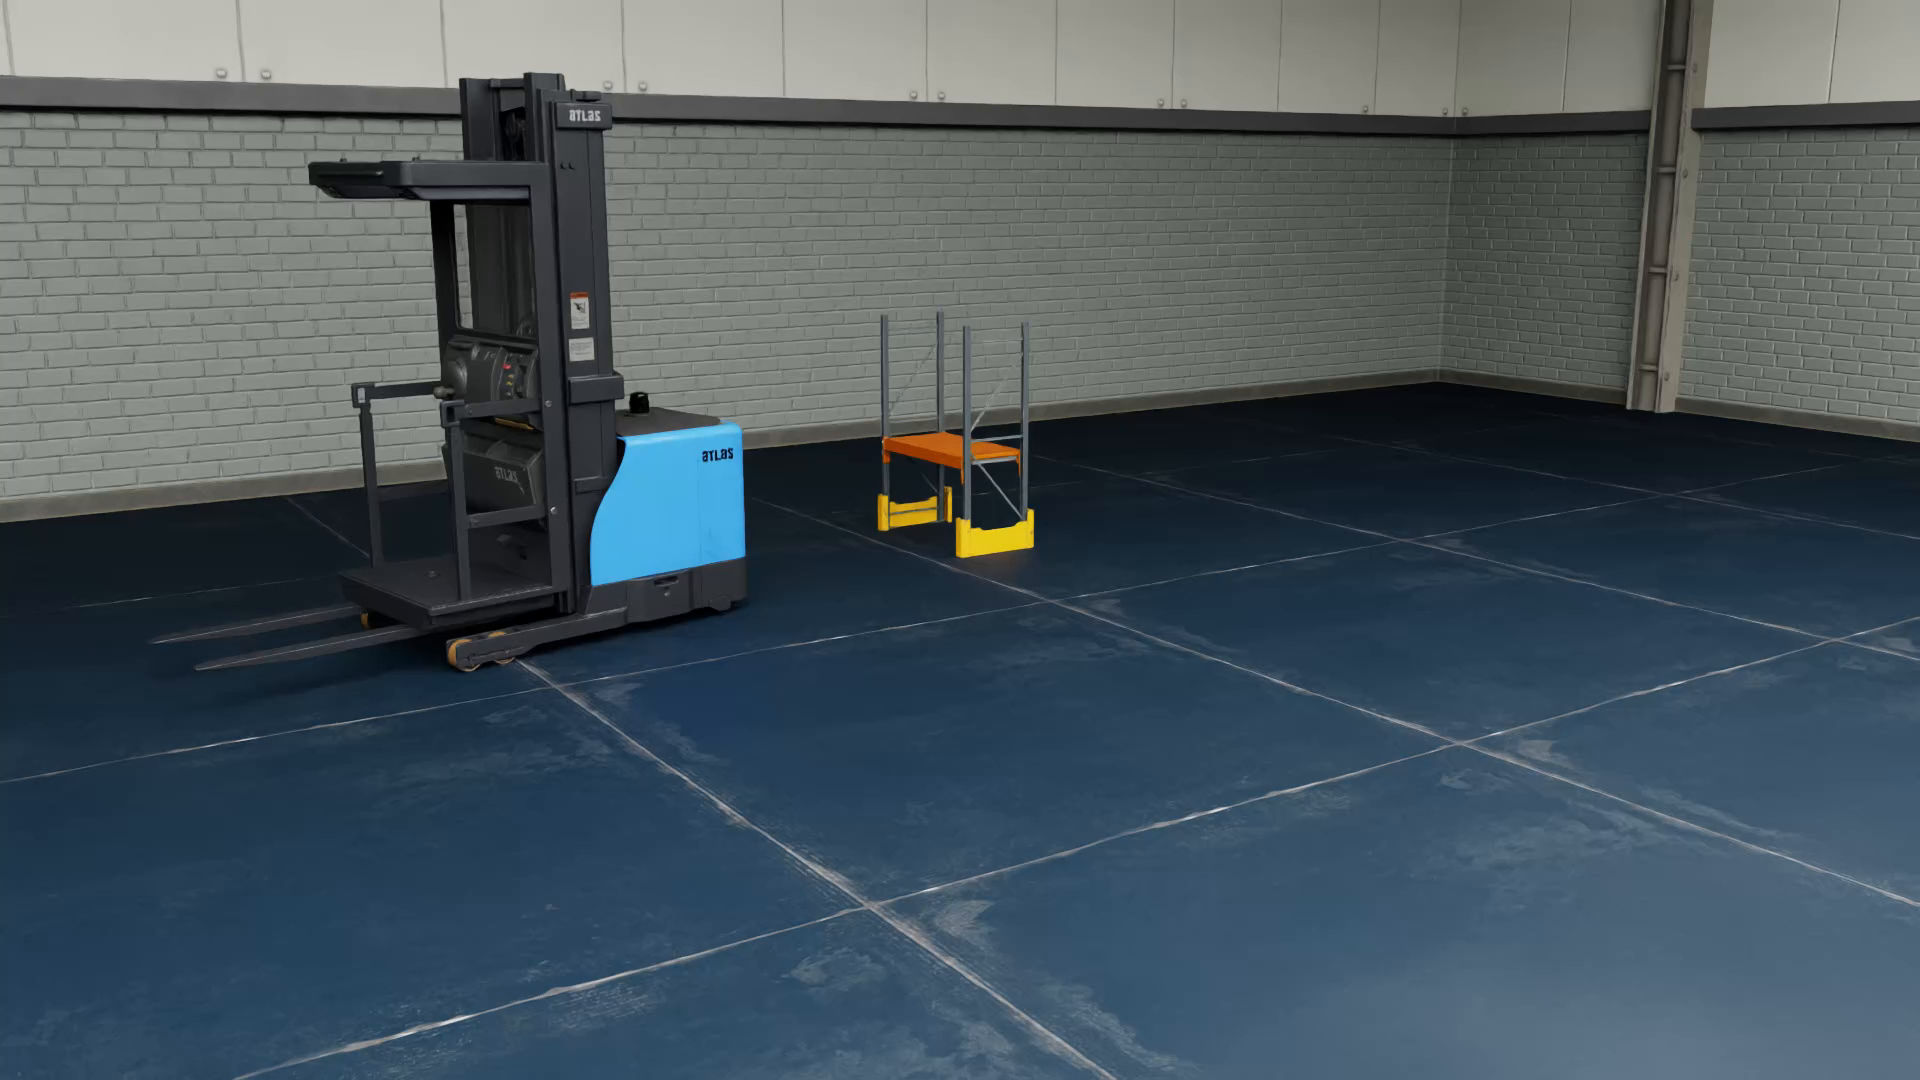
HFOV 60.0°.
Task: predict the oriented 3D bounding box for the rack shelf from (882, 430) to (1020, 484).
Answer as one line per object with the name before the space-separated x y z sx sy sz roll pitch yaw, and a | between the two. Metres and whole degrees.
rack shelf | -0.047 -0.572 11.309 0.538 0.185 1.000 -8 15 -33

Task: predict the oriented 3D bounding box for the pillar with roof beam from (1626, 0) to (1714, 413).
pillar with roof beam | 3.757 -5.267 14.382 9.100 9.000 0.400 -8 15 -33

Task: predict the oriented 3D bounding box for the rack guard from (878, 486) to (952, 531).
rack guard | -0.318 -0.224 11.802 0.587 0.250 0.087 -8 15 -33

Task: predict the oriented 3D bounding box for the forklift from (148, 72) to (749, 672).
forklift | -2.623 -0.896 8.596 3.031 2.935 1.130 -12 17 -42

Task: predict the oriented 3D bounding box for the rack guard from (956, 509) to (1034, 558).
rack guard | 0.234 -0.047 10.992 0.587 0.250 0.087 -8 15 -33

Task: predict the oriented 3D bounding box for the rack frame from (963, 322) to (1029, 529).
rack frame | 0.234 -0.657 10.857 0.500 1.500 0.032 -8 15 -33

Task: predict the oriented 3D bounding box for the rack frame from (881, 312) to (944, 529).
rack frame | -0.329 -0.838 11.684 0.500 1.500 0.032 -8 15 -33

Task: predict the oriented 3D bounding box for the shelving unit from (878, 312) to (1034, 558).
shelving unit | -0.042 -0.746 11.264 0.587 1.500 1.083 -8 15 -33
